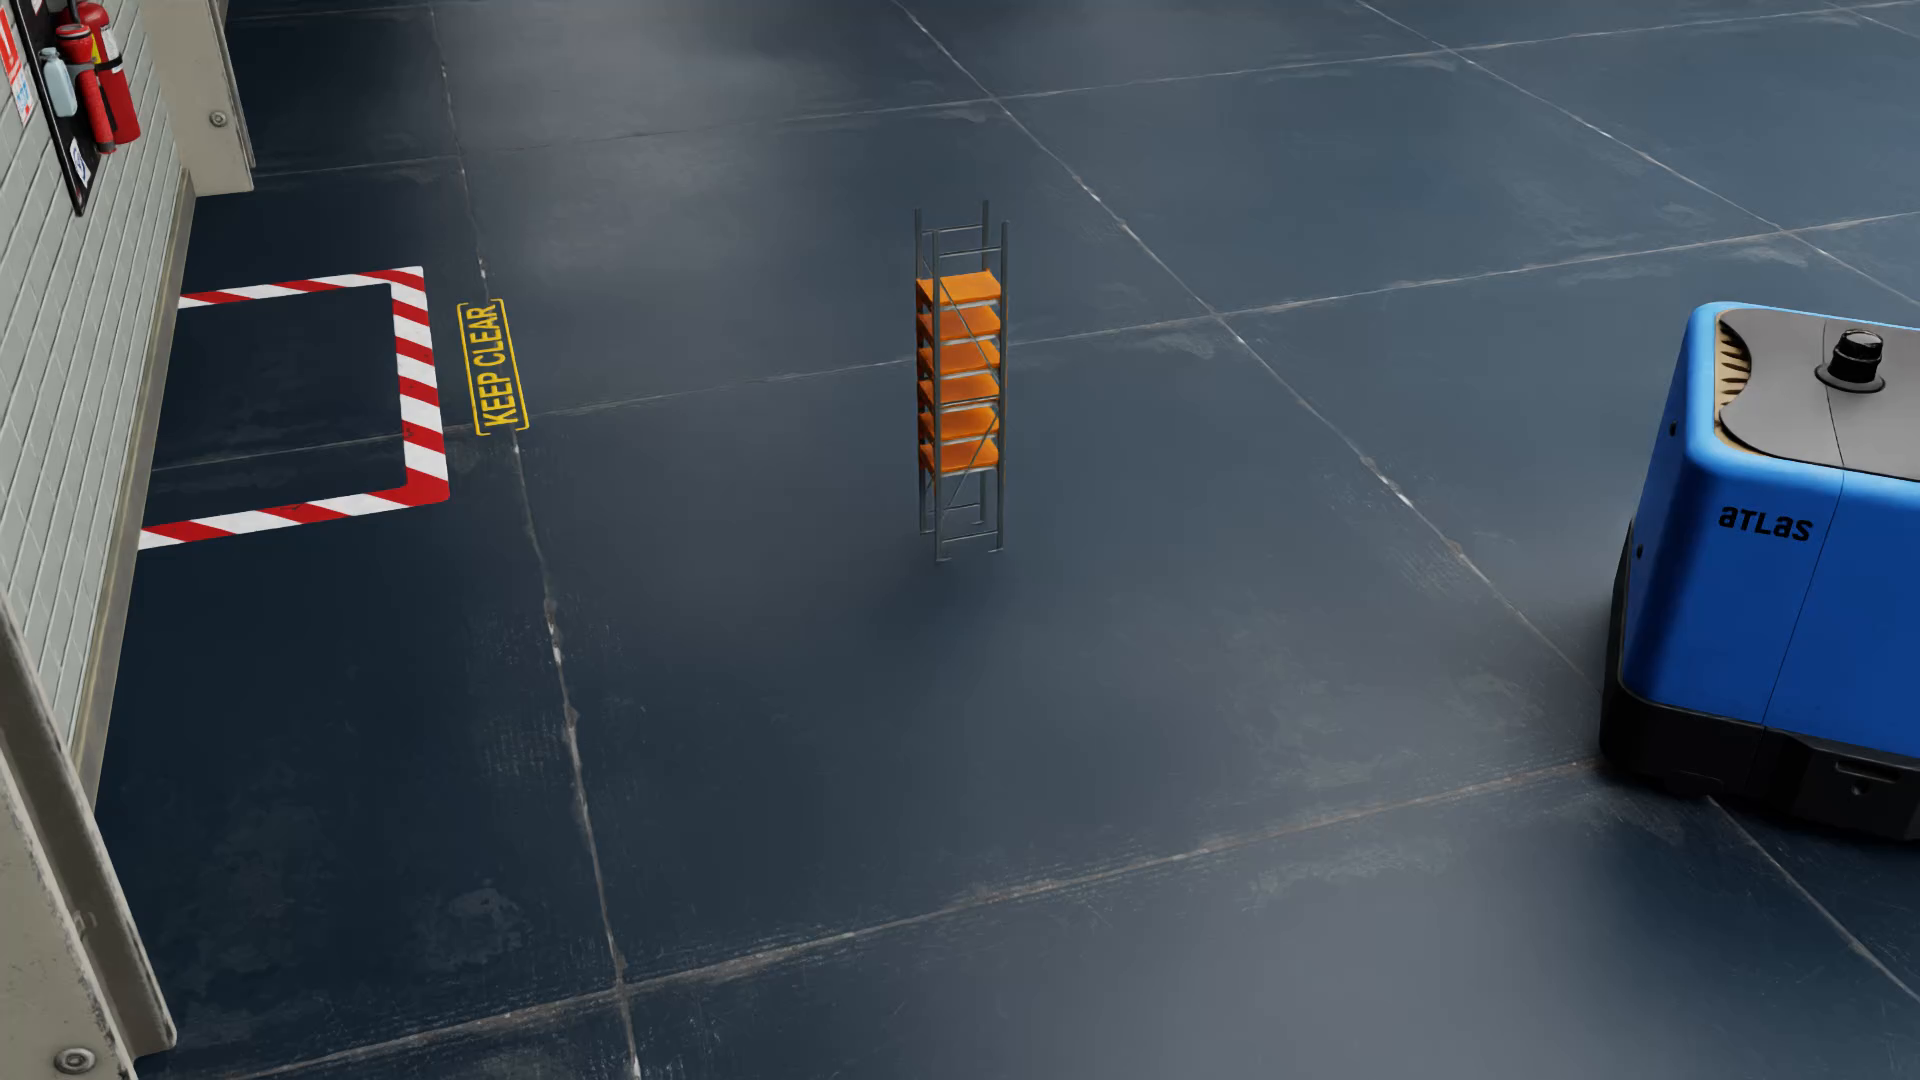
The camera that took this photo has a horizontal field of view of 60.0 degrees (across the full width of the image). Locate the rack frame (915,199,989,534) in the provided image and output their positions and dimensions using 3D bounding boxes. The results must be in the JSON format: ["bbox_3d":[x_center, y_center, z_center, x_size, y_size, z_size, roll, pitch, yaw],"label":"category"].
[{"bbox_3d":[-0.023,-0.541,5.480,0.240,1.200,0.006,-10,35,-15],"label":"rack frame"}]

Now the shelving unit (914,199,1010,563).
[{"bbox_3d":[0.004,-0.493,5.408,0.258,1.200,0.189,-10,35,-15],"label":"shelving unit"}]

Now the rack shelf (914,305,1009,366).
[{"bbox_3d":[0.004,-0.656,5.300,0.258,0.103,0.180,-10,35,-15],"label":"rack shelf"}]

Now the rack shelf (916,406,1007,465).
[{"bbox_3d":[0.004,-0.356,5.498,0.258,0.103,0.180,-10,35,-15],"label":"rack shelf"}]

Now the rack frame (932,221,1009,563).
[{"bbox_3d":[0.032,-0.445,5.335,0.240,1.200,0.006,-10,35,-15],"label":"rack frame"}]

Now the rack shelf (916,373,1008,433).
[{"bbox_3d":[0.004,-0.456,5.432,0.258,0.103,0.180,-10,35,-15],"label":"rack shelf"}]

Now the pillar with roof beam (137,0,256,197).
[{"bbox_3d":[0.309,-6.328,7.164,9.100,9.000,0.400,-10,35,-15],"label":"pillar with roof beam"}]

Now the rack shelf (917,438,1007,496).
[{"bbox_3d":[0.004,-0.256,5.565,0.258,0.103,0.180,-10,35,-15],"label":"rack shelf"}]

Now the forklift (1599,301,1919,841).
[{"bbox_3d":[3.390,-0.506,3.858,3.031,2.935,1.130,12,35,17],"label":"forklift"}]

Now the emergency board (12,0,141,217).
[{"bbox_3d":[-3.073,-1.797,5.749,0.194,1.169,0.643,-10,35,-15],"label":"emergency board"}]

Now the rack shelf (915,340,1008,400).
[{"bbox_3d":[0.004,-0.556,5.366,0.258,0.103,0.180,-10,35,-15],"label":"rack shelf"}]

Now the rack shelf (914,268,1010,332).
[{"bbox_3d":[0.004,-0.756,5.234,0.258,0.103,0.180,-10,35,-15],"label":"rack shelf"}]

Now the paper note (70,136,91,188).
[{"bbox_3d":[-3.085,-1.325,5.834,0.016,0.148,0.142,-10,35,-15],"label":"paper note"}]

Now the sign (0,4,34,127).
[{"bbox_3d":[-3.002,-1.505,5.274,0.001,0.329,0.234,-10,35,-15],"label":"sign"}]
